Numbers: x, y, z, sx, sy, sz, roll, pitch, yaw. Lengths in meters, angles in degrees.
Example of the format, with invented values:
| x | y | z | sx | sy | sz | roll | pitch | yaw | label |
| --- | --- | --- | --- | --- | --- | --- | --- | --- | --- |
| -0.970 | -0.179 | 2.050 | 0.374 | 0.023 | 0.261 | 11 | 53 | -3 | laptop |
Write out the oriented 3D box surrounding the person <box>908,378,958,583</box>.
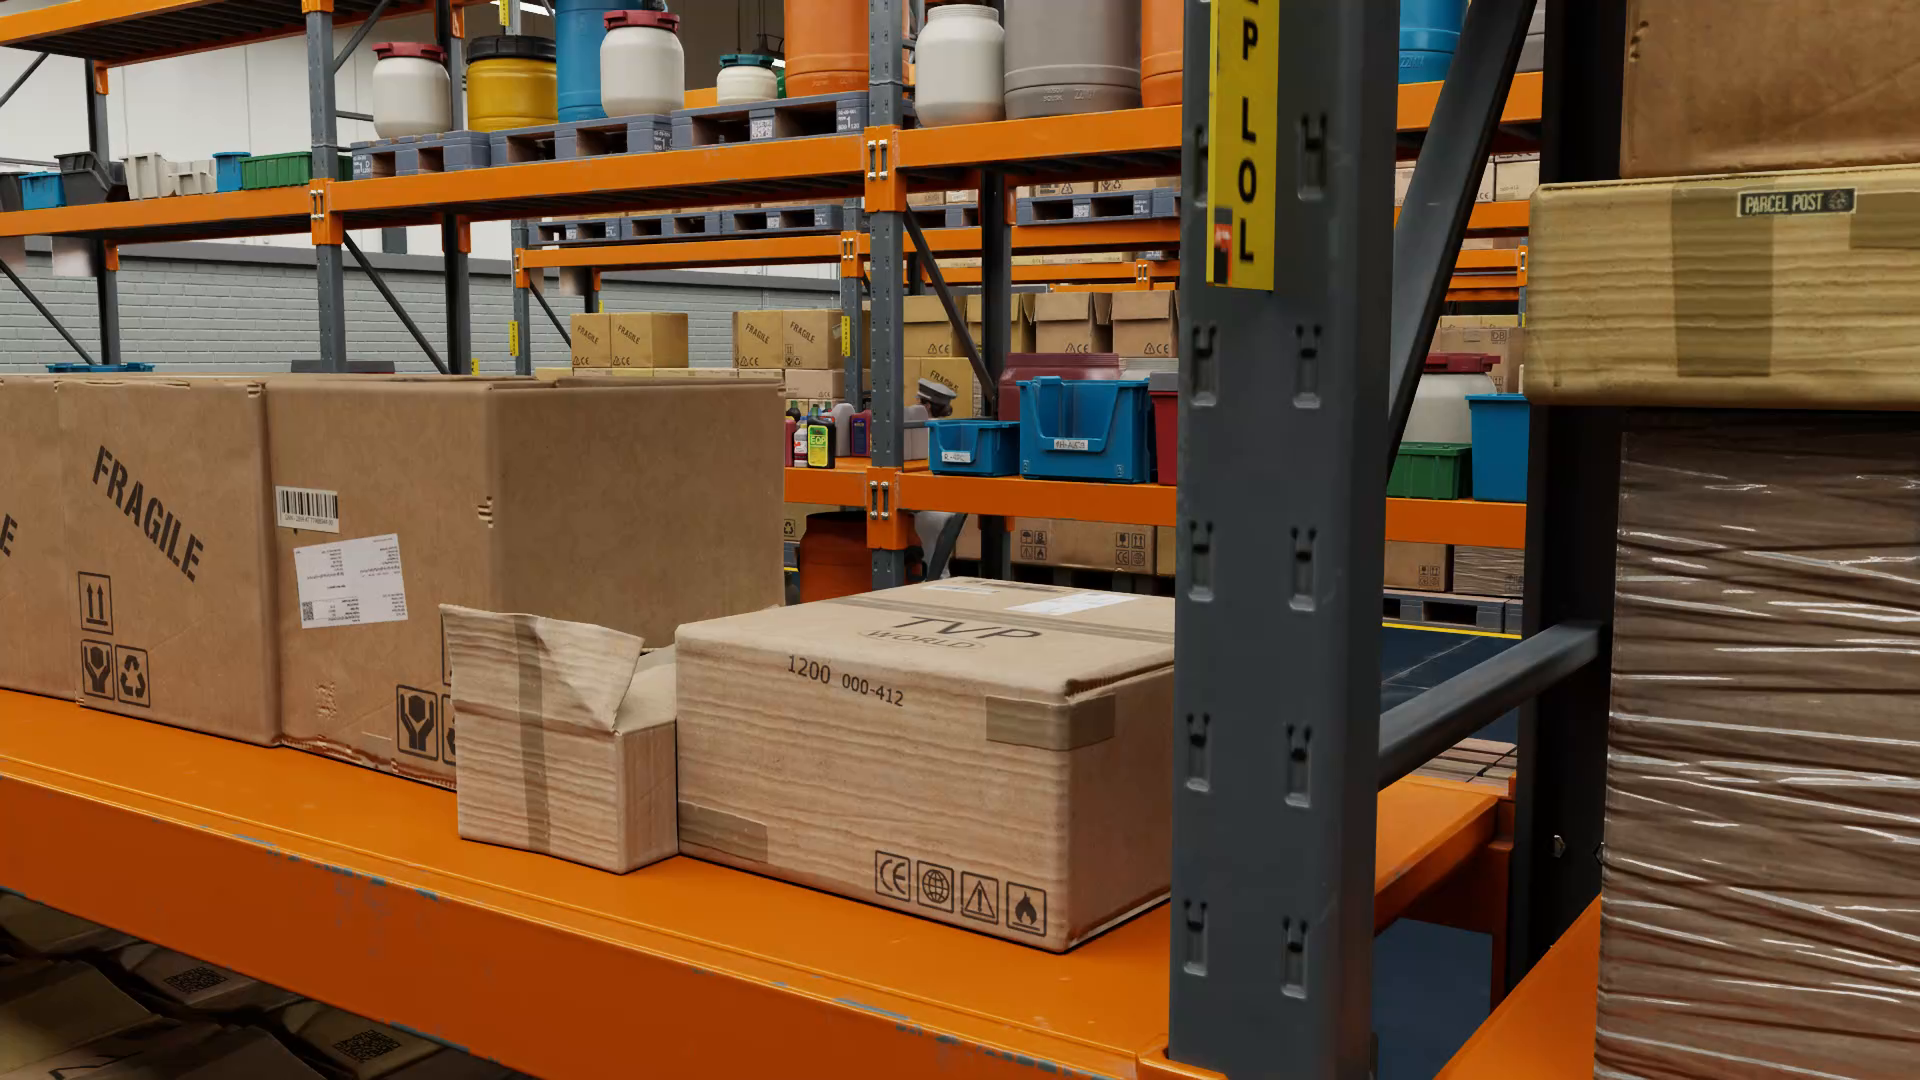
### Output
| x | y | z | sx | sy | sz | roll | pitch | yaw | label |
| --- | --- | --- | --- | --- | --- | --- | --- | --- | --- |
| -0.254 | -0.159 | 10.337 | 0.515 | 1.691 | 0.434 | 4 | 8 | 33 | person |
